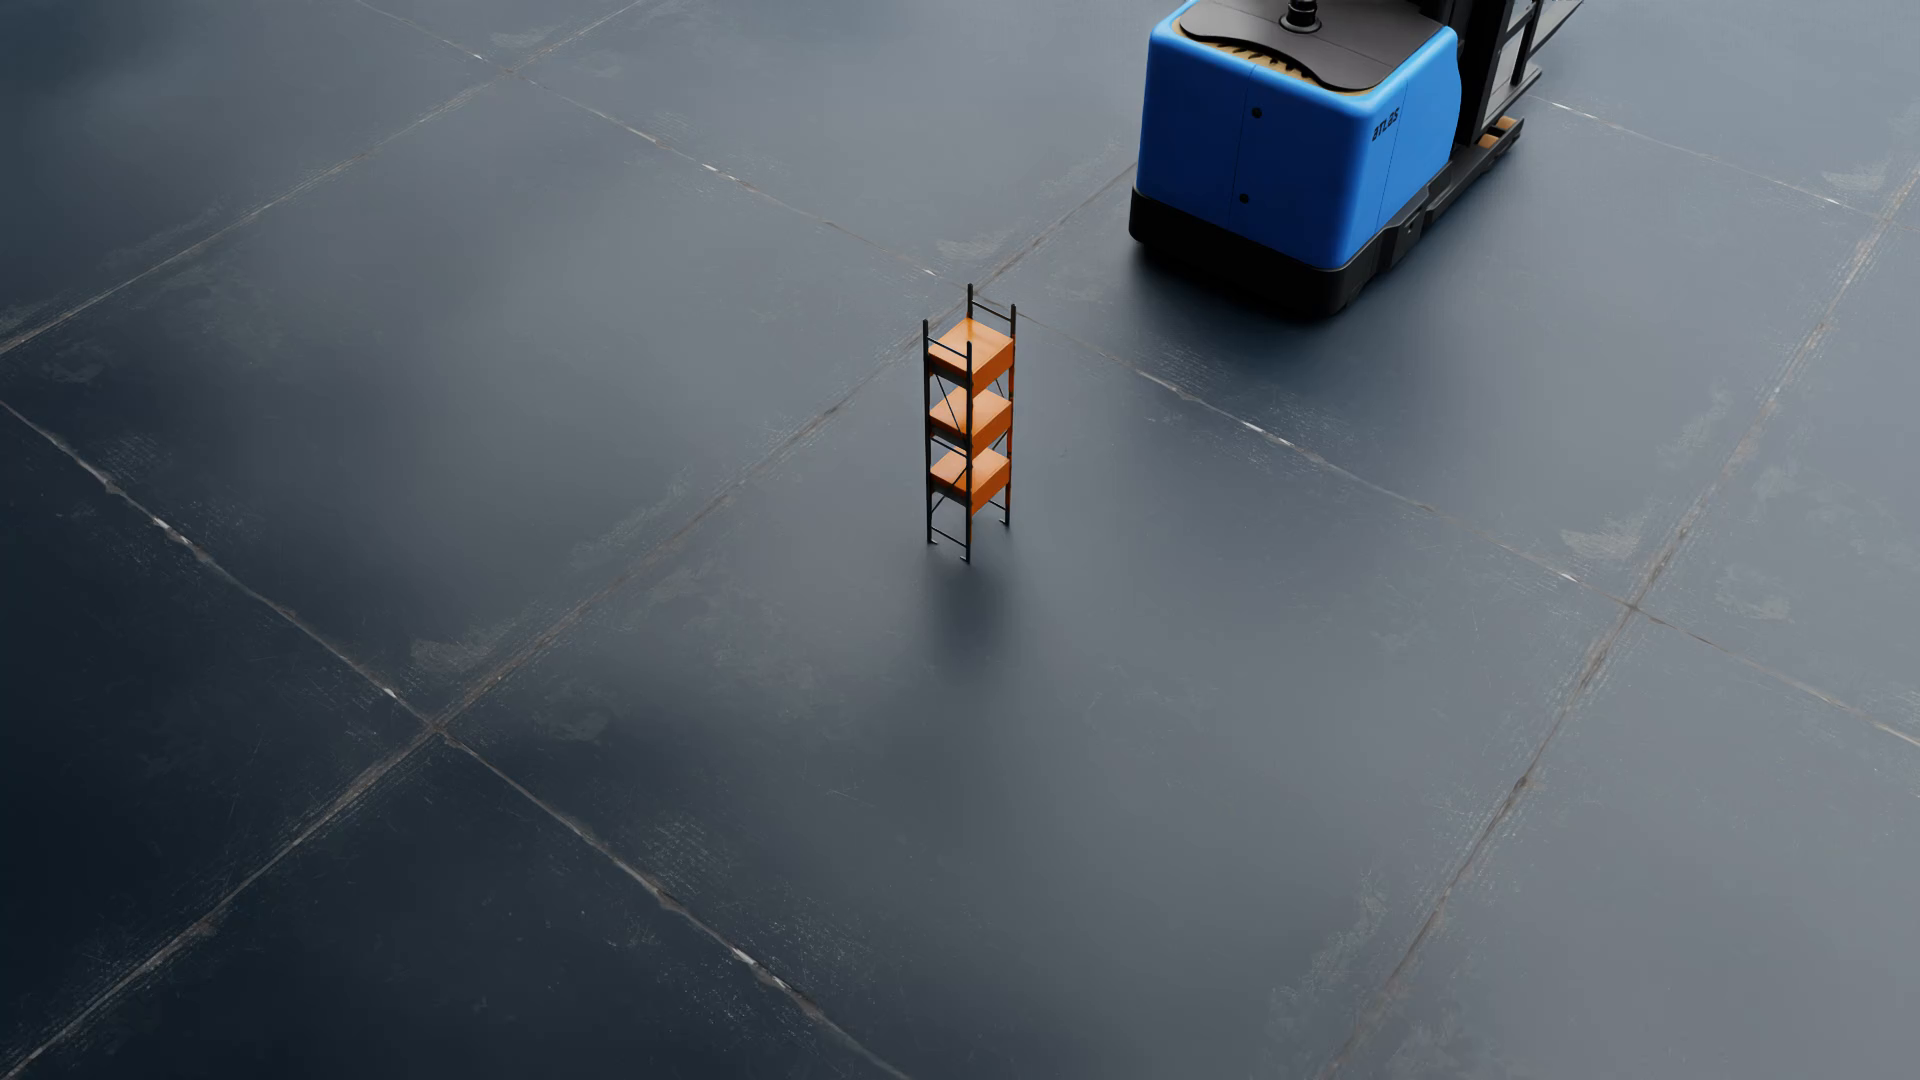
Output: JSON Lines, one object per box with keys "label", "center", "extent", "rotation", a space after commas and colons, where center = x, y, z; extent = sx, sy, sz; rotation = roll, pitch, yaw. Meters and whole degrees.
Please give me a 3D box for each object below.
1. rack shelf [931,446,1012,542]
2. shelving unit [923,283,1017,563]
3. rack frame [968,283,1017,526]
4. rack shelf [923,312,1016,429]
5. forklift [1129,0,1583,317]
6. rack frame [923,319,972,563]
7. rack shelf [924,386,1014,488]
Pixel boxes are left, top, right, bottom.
{"label": "rack shelf", "center": [0.033, -0.194, 6.108], "extent": [0.215, 0.259, 0.240], "rotation": [29, 53, 25]}
{"label": "shelving unit", "center": [0.033, -0.393, 5.900], "extent": [0.215, 1.050, 0.252], "rotation": [29, 53, 25]}
{"label": "rack frame", "center": [0.107, -0.463, 5.966], "extent": [0.200, 1.050, 0.008], "rotation": [29, 53, 25]}
{"label": "rack shelf", "center": [0.033, -0.582, 5.702], "extent": [0.215, 0.259, 0.240], "rotation": [29, 53, 25]}
{"label": "forklift", "center": [2.056, -2.976, 7.065], "extent": [1.130, 2.935, 3.031], "rotation": [29, 53, 25]}
{"label": "rack frame", "center": [-0.042, -0.323, 5.833], "extent": [0.200, 1.050, 0.008], "rotation": [29, 53, 25]}
{"label": "rack shelf", "center": [0.033, -0.386, 5.907], "extent": [0.215, 0.259, 0.240], "rotation": [29, 53, 25]}
